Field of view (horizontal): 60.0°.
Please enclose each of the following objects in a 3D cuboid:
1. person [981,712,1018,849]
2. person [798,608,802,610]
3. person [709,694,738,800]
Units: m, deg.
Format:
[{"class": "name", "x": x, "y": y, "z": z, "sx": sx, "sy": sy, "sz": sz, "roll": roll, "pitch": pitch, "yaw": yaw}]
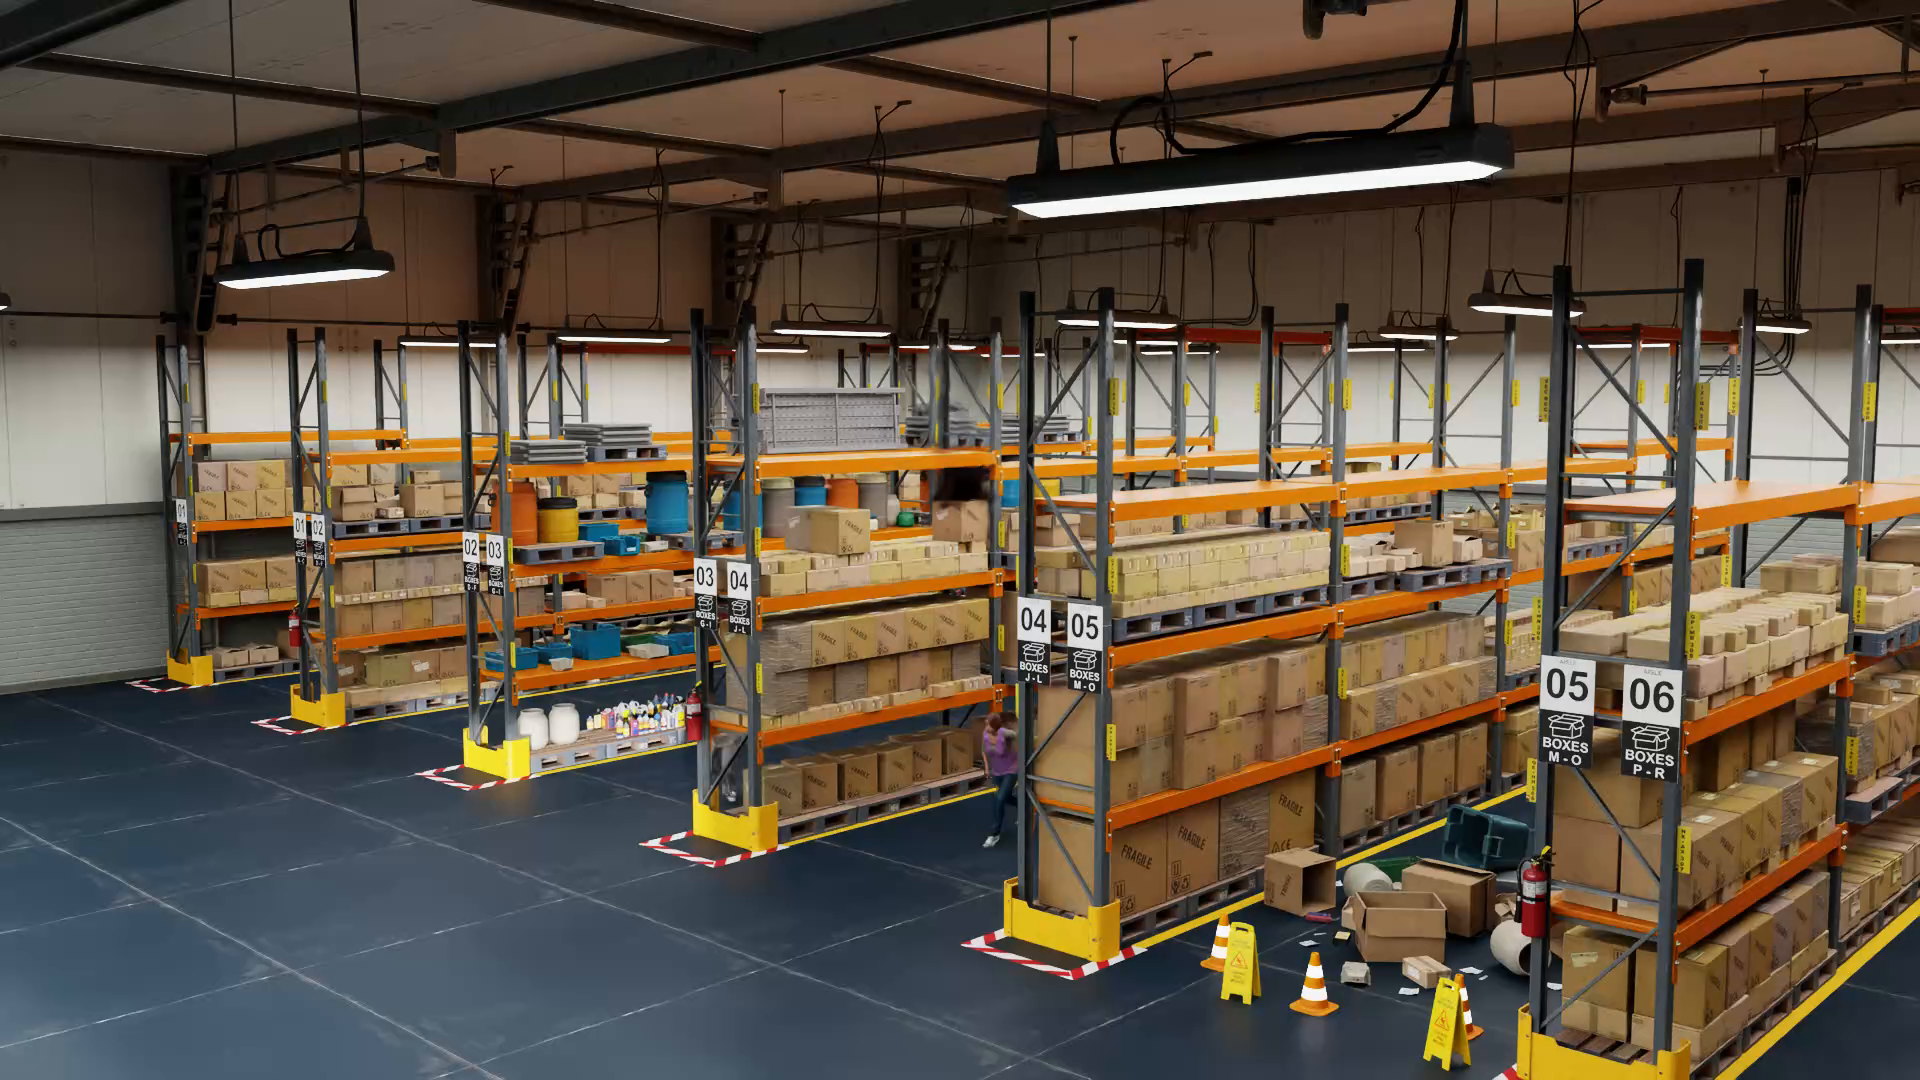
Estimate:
[{"class": "person", "x": 0.555, "y": 2.660, "z": 18.820, "sx": 0.571, "sy": 1.547, "sz": 0.916, "roll": 3, "pitch": 6, "yaw": 30}, {"class": "person", "x": -2.968, "y": 1.647, "z": 28.773, "sx": 0.587, "sy": 1.633, "sz": 0.583, "roll": 4, "pitch": 7, "yaw": 39}, {"class": "person", "x": -3.034, "y": 2.533, "z": 20.440, "sx": 0.565, "sy": 1.431, "sz": 0.829, "roll": 3, "pitch": 6, "yaw": 28}]
